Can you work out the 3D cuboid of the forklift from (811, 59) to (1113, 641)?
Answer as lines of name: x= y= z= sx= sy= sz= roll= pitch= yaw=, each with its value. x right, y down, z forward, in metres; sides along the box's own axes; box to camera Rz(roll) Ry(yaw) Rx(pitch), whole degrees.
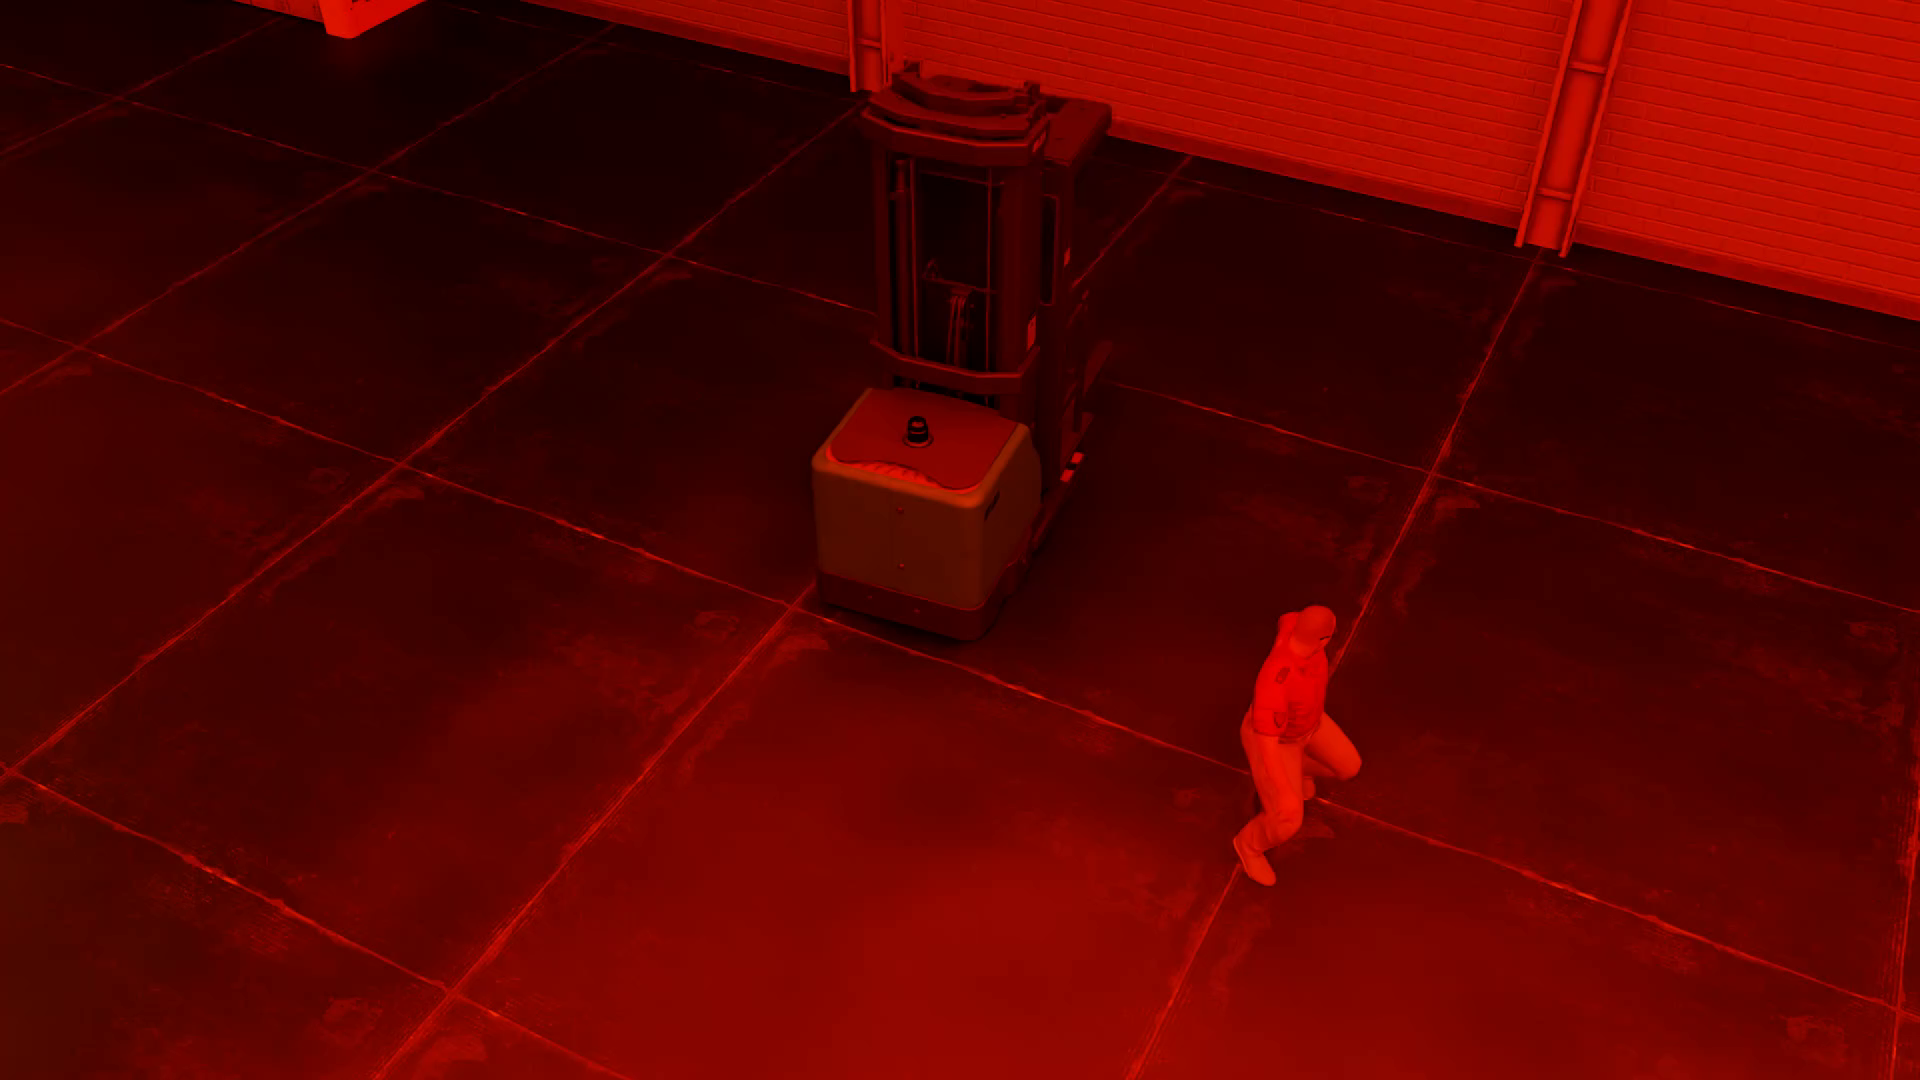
forklift: x=0.184 y=-1.501 z=9.768 sx=1.130 sy=2.935 sz=3.031 roll=15 pitch=42 yaw=17

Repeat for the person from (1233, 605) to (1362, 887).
person: x=1.607 y=0.908 z=7.958 sx=0.546 sy=1.627 sz=0.880 roll=29 pitch=48 yaw=30
